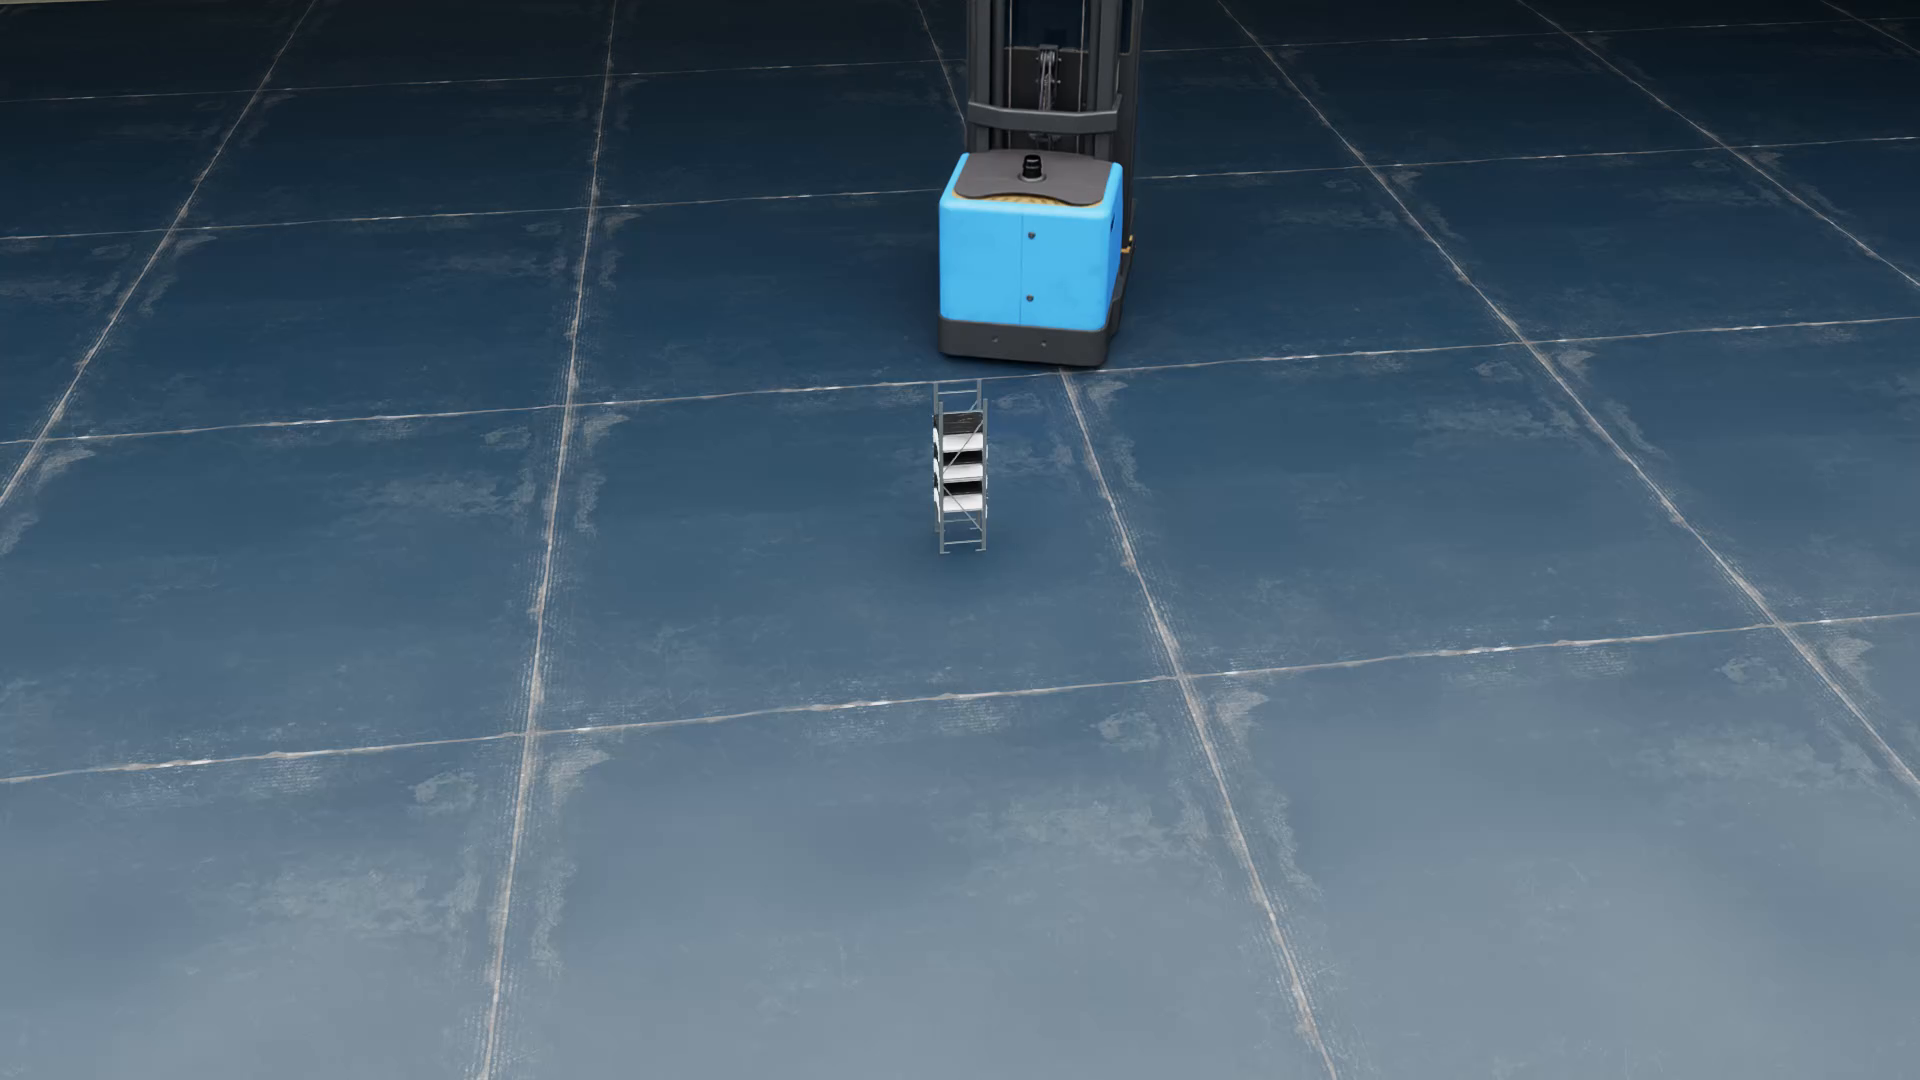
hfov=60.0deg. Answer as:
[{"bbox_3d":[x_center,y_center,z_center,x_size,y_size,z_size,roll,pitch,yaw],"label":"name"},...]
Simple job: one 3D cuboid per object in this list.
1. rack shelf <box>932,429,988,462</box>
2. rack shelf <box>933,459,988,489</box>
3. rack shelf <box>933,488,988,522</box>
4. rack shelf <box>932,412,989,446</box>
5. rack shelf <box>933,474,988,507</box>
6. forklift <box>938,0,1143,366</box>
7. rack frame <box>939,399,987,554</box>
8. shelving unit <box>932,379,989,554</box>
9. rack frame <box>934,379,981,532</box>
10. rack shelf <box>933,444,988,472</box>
[{"bbox_3d":[0.001,-0.489,8.407,0.258,0.077,0.200,-4,35,-6],"label":"rack shelf"},{"bbox_3d":[0.001,-0.340,8.509,0.258,0.077,0.200,-4,35,-6],"label":"rack shelf"},{"bbox_3d":[0.001,-0.191,8.610,0.258,0.077,0.200,-4,35,-6],"label":"rack shelf"},{"bbox_3d":[0.001,-0.563,8.357,0.258,0.077,0.200,-4,35,-6],"label":"rack shelf"},{"bbox_3d":[0.001,-0.265,8.559,0.258,0.077,0.200,-4,35,-6],"label":"rack shelf"},{"bbox_3d":[0.627,-3.096,10.691,1.130,2.935,3.031,6,35,8],"label":"forklift"},{"bbox_3d":[0.015,-0.311,8.407,0.240,0.900,0.006,-4,35,-6],"label":"rack frame"},{"bbox_3d":[0.001,-0.367,8.490,0.258,0.900,0.210,-4,35,-6],"label":"shelving unit"},{"bbox_3d":[-0.013,-0.424,8.573,0.240,0.900,0.006,-4,35,-6],"label":"rack frame"},{"bbox_3d":[0.001,-0.414,8.458,0.258,0.077,0.200,-4,35,-6],"label":"rack shelf"}]
